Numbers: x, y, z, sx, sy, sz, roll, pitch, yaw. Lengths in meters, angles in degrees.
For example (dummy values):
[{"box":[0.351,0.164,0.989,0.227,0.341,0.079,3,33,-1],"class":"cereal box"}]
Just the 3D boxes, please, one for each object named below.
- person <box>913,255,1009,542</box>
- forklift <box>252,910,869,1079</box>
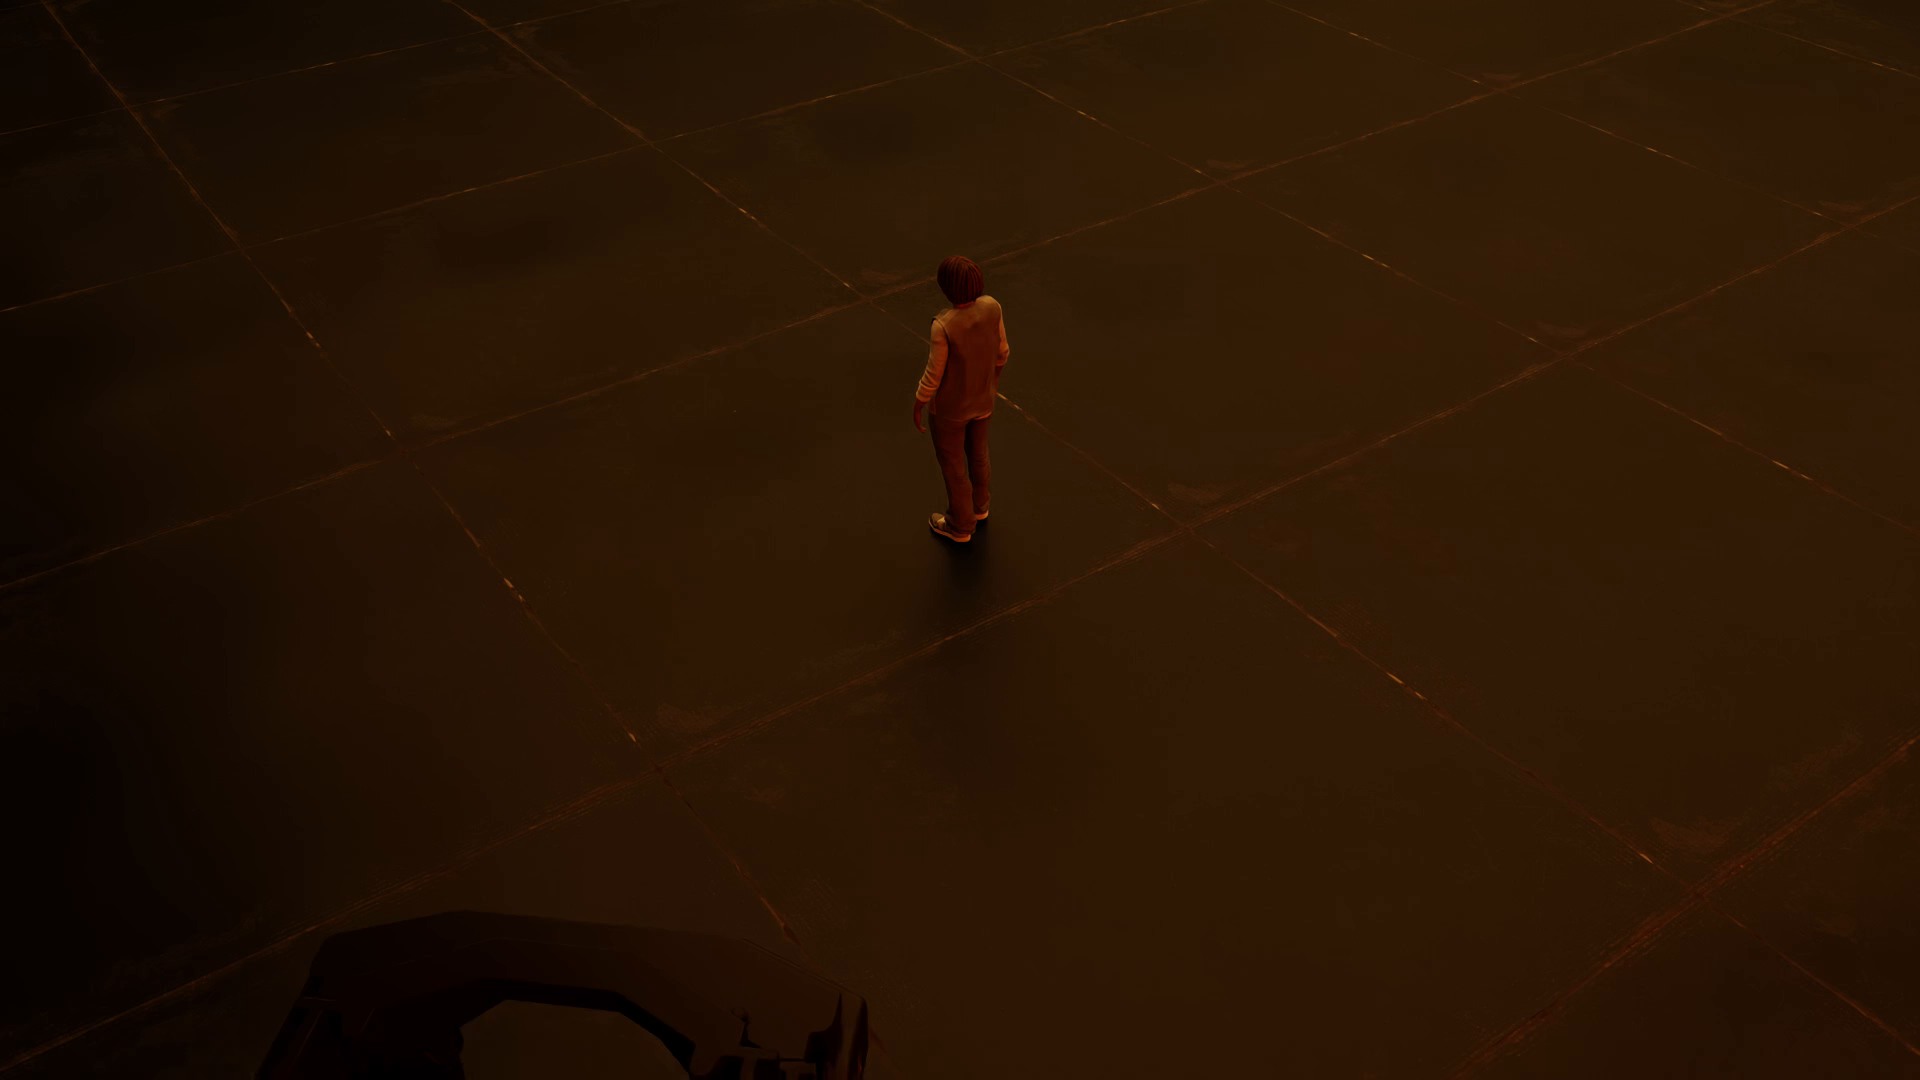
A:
[{"box":[-0.032,-0.689,7.986,0.520,1.599,0.473,-23,42,-28],"class":"person"},{"box":[-0.705,2.204,2.964,1.130,2.935,3.031,5,37,6],"class":"forklift"}]
